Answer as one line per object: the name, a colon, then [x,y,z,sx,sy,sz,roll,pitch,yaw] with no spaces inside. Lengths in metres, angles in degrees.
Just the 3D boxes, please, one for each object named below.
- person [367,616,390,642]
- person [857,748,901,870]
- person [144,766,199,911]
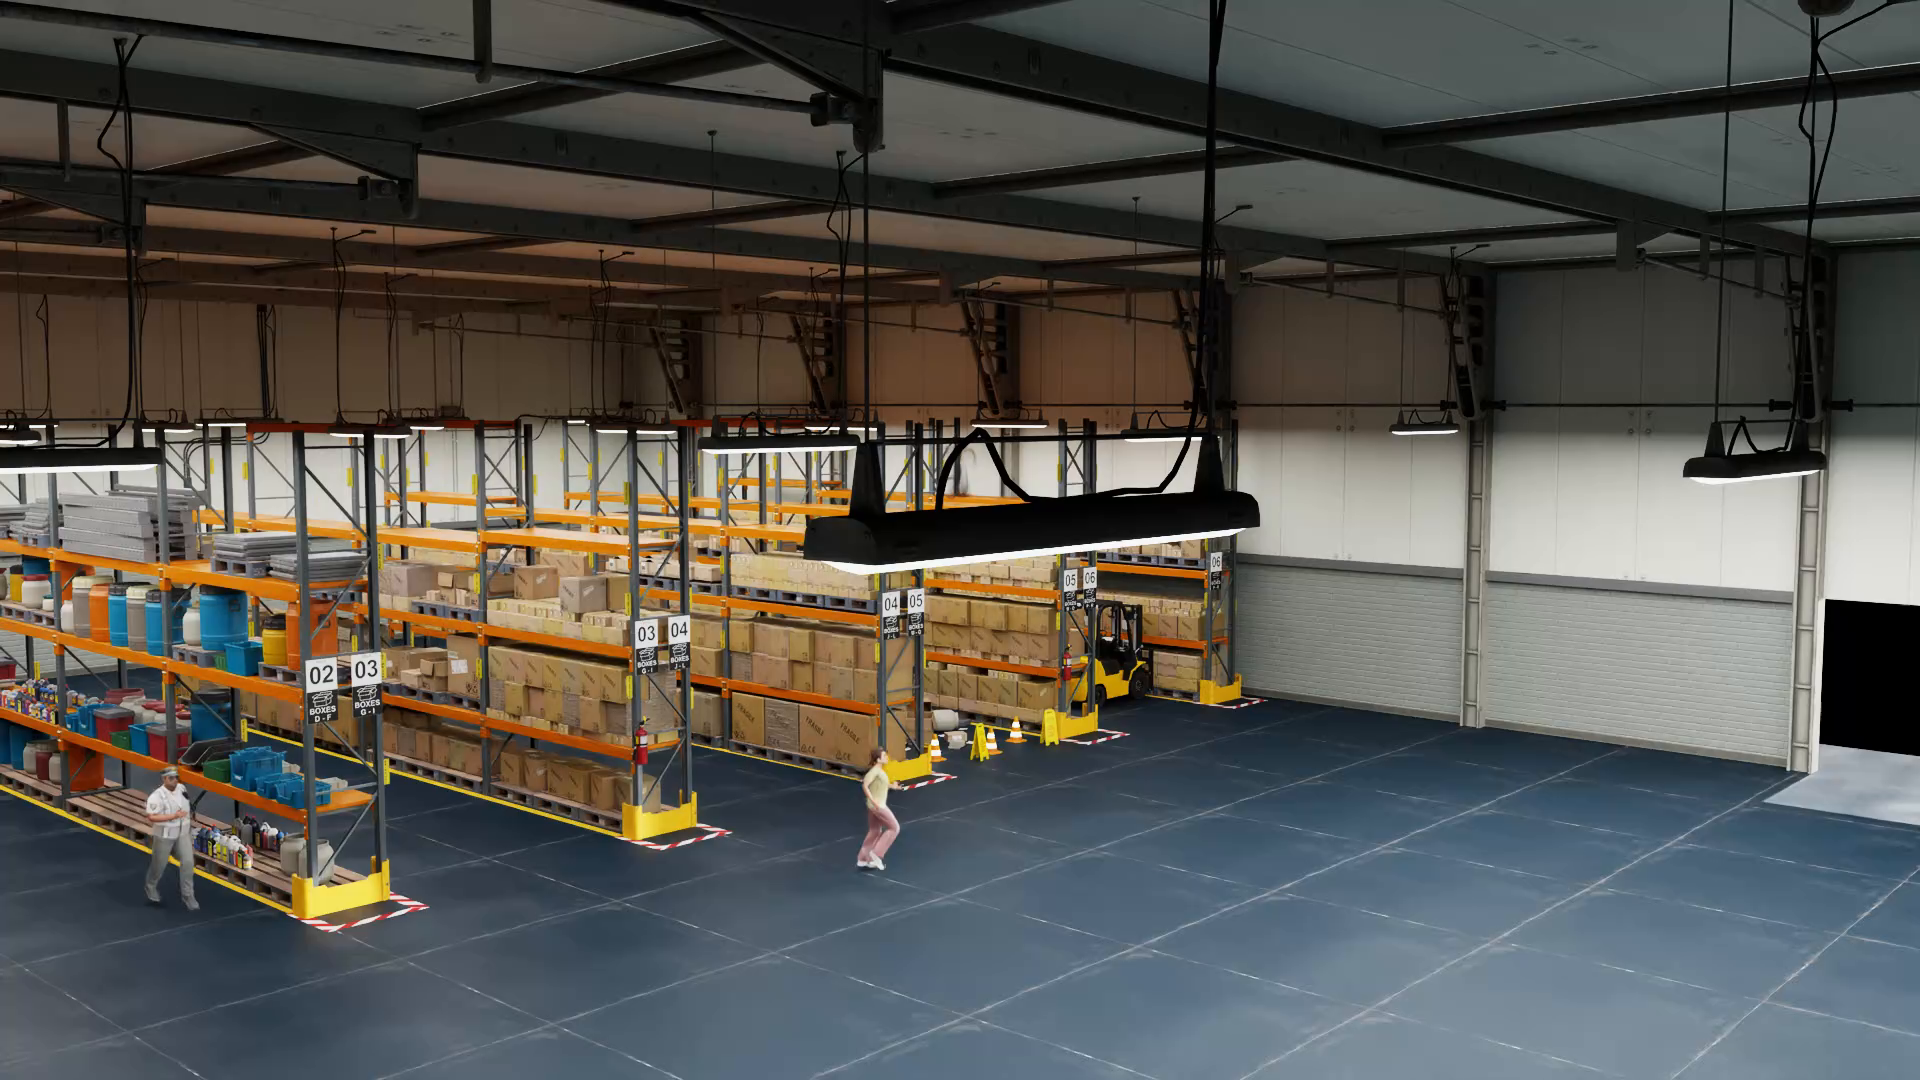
person: [-12.829,2.470,36.434,0.730,1.767,0.929,-3,6,-35]
person: [-1.104,3.661,22.689,0.632,1.640,0.555,-1,5,-10]
person: [-9.955,3.720,20.931,0.915,1.816,0.641,3,6,34]
